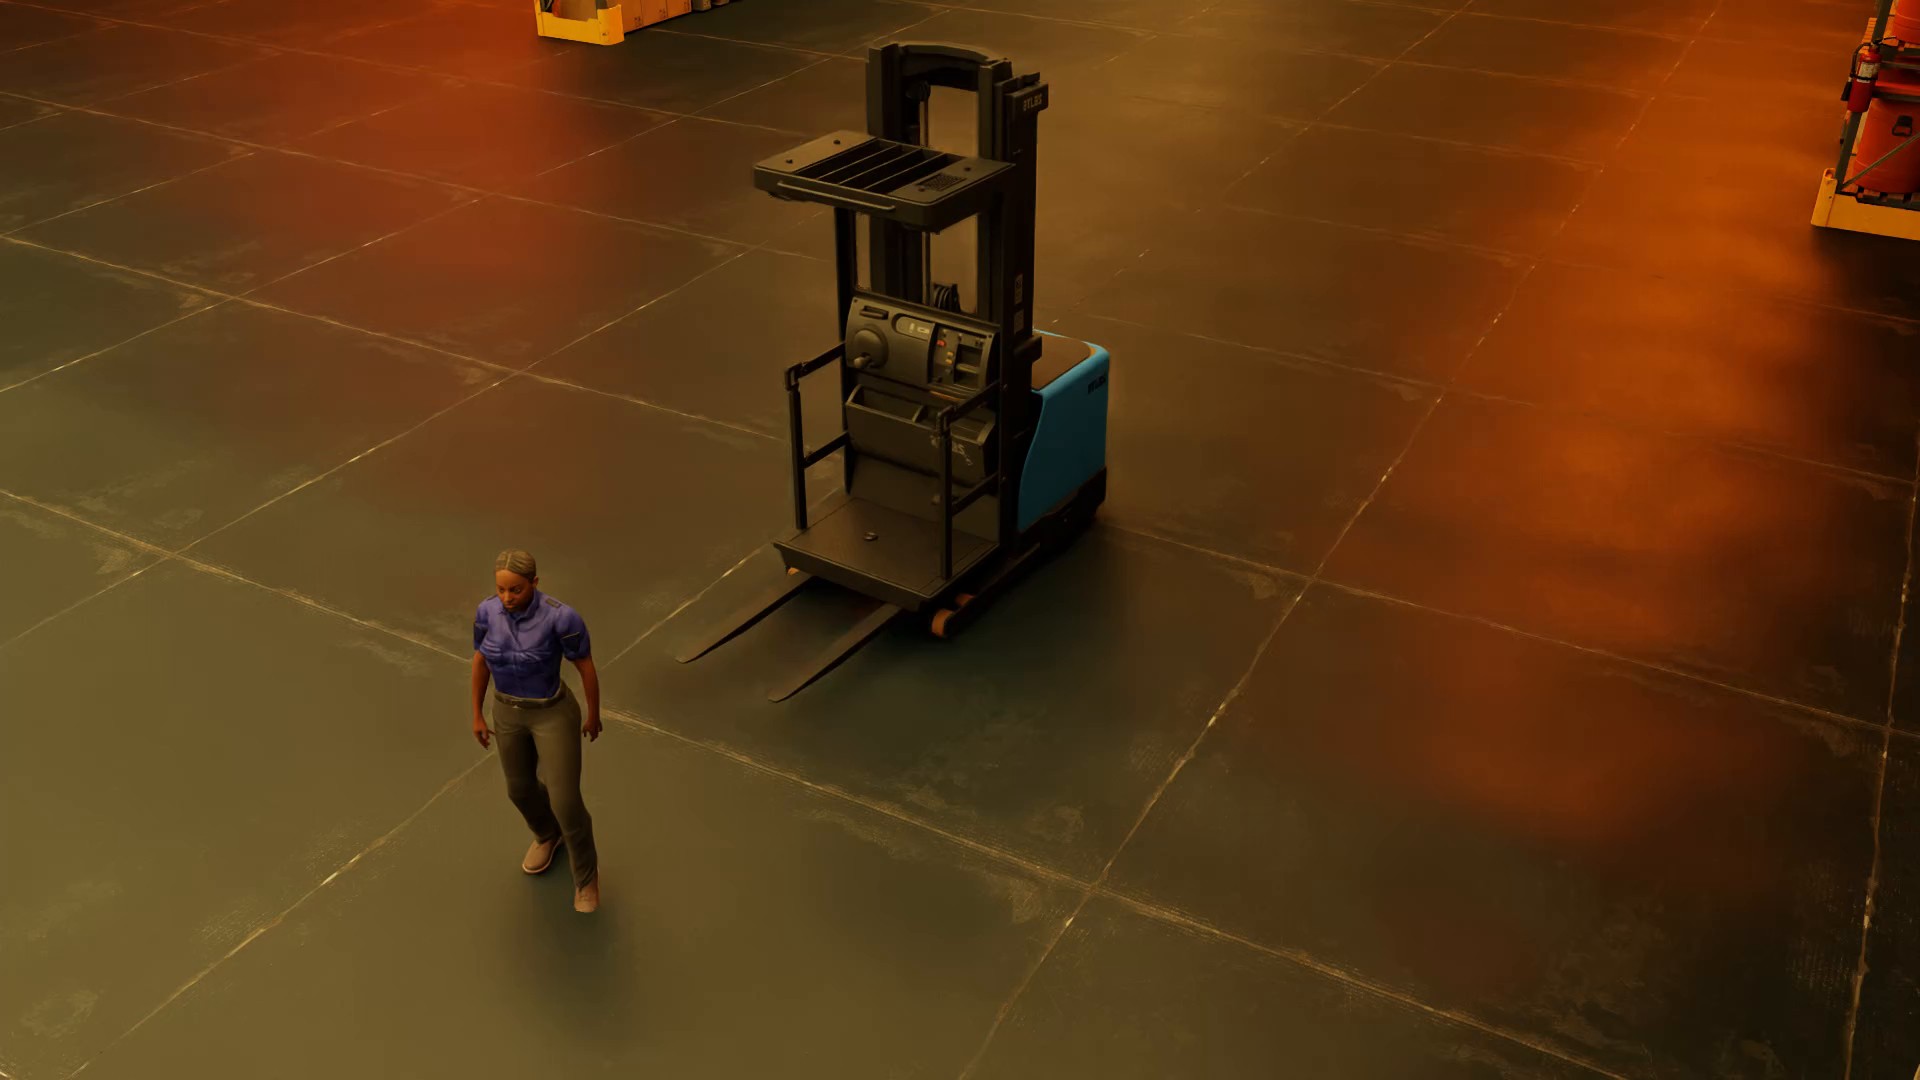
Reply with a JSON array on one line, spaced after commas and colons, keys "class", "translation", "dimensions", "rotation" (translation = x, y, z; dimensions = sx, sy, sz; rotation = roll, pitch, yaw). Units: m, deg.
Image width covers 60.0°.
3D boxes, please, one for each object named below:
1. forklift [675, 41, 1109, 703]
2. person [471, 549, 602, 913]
[{"class": "forklift", "translation": [-0.338, -1.000, 8.804], "dimensions": [1.130, 2.935, 3.031], "rotation": [19, 35, 29]}, {"class": "person", "translation": [-1.805, 0.804, 7.031], "dimensions": [0.553, 1.702, 0.502], "rotation": [6, 31, 11]}]
